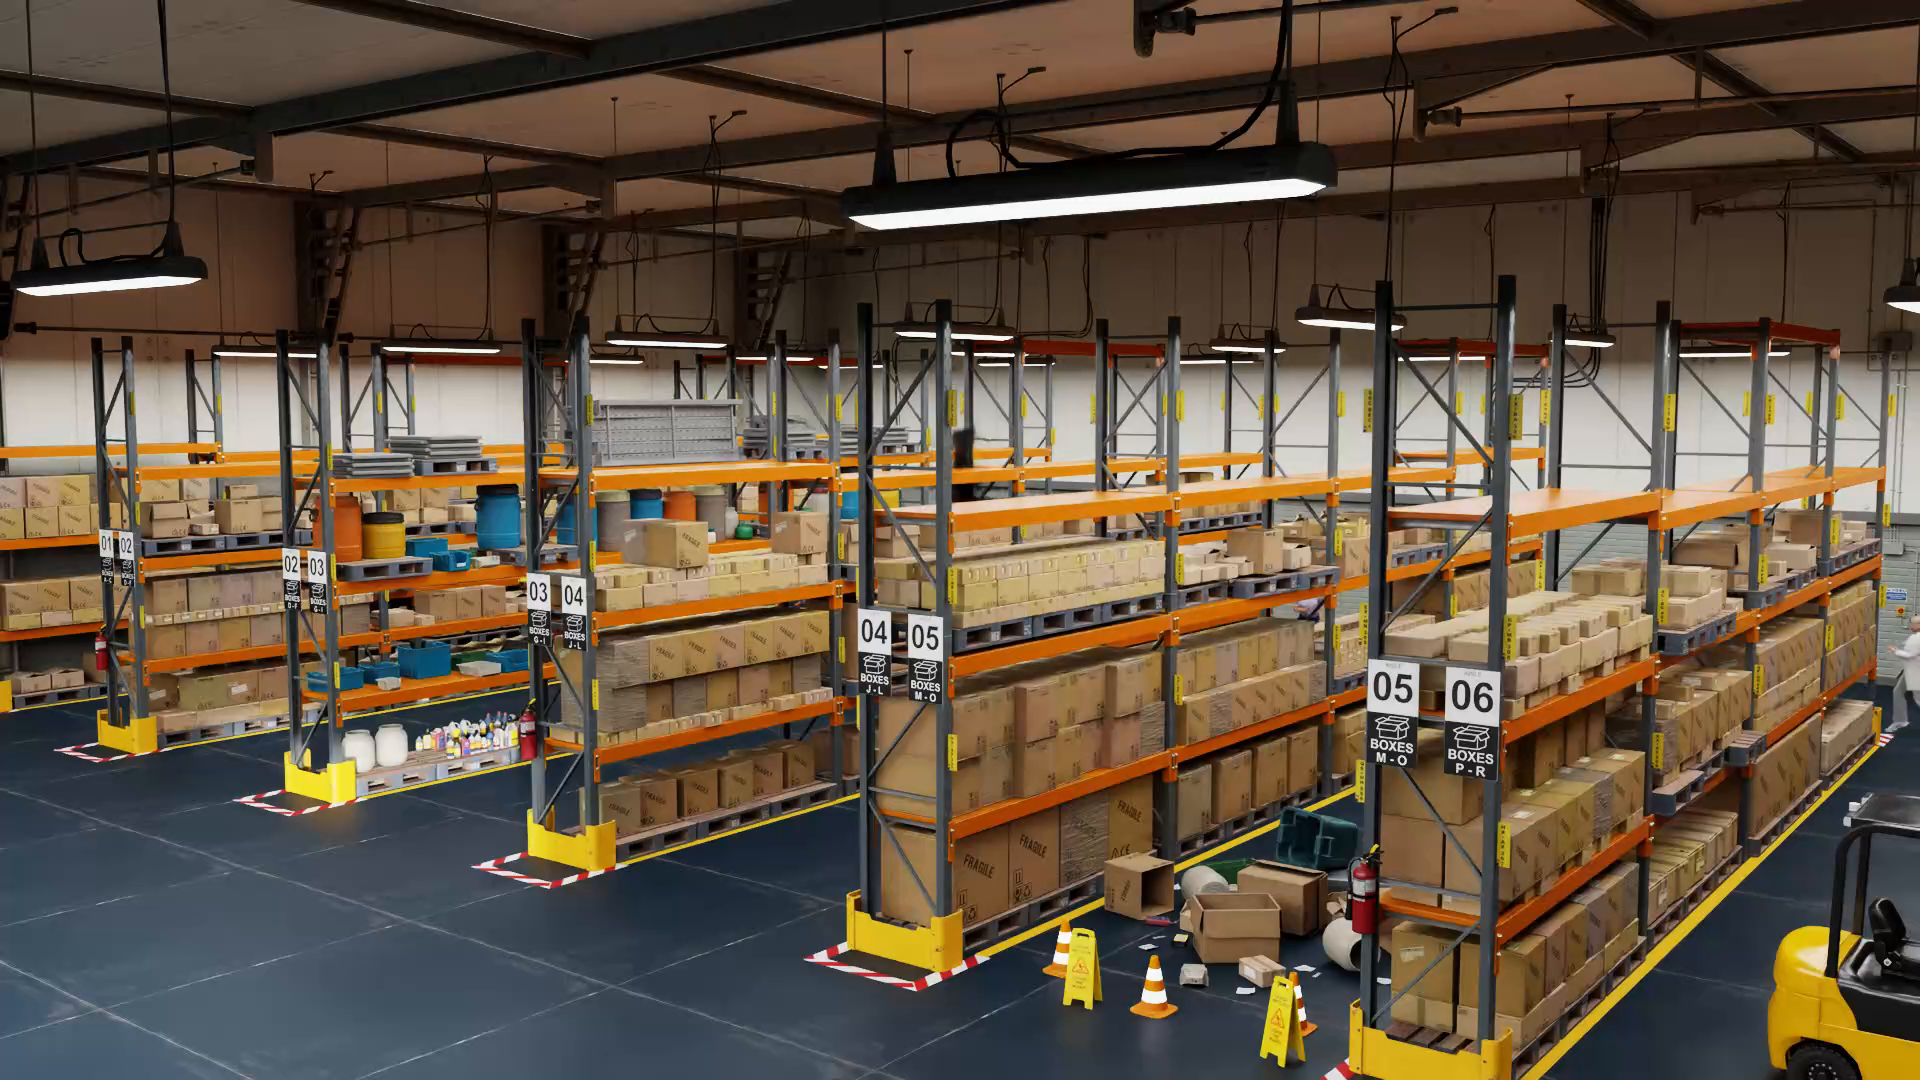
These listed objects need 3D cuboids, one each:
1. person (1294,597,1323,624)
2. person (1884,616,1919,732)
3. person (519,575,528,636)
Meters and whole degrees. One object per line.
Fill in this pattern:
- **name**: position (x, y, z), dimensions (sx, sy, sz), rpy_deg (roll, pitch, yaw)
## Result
- **person**: position (6.595, 1.606, 31.484), dimensions (0.584, 1.707, 0.841), rpy_deg (0, 5, 5)
- **person**: position (14.558, 2.076, 25.288), dimensions (0.866, 1.848, 0.689), rpy_deg (3, 6, 30)
- **person**: position (-8.278, 1.527, 31.949), dimensions (0.699, 1.719, 0.563), rpy_deg (4, 6, 40)
